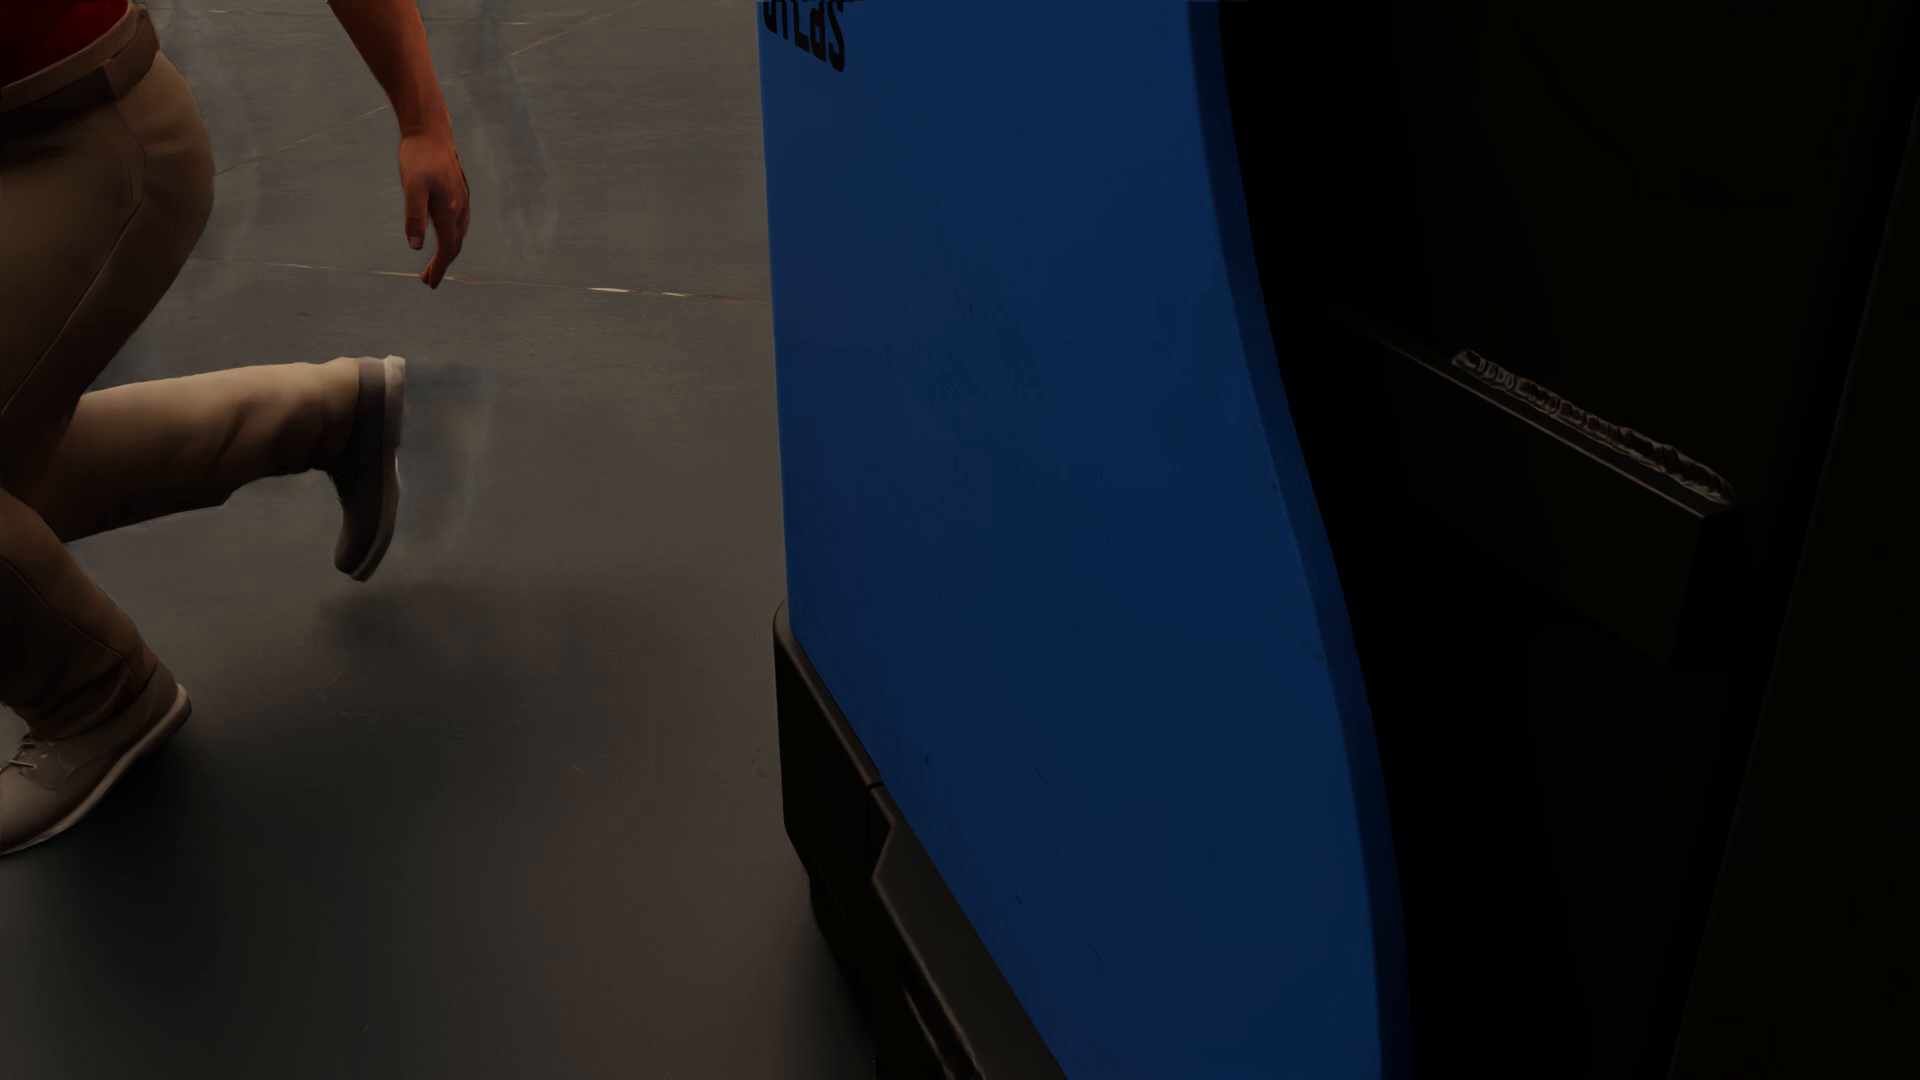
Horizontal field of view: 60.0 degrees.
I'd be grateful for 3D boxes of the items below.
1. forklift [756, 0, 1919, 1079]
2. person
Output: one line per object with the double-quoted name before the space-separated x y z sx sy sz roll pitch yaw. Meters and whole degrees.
"forklift" 0.833 -0.436 0.110 1.130 2.935 3.031 -10 29 -19
"person" -0.919 -0.422 1.719 0.636 1.515 0.895 9 28 18
